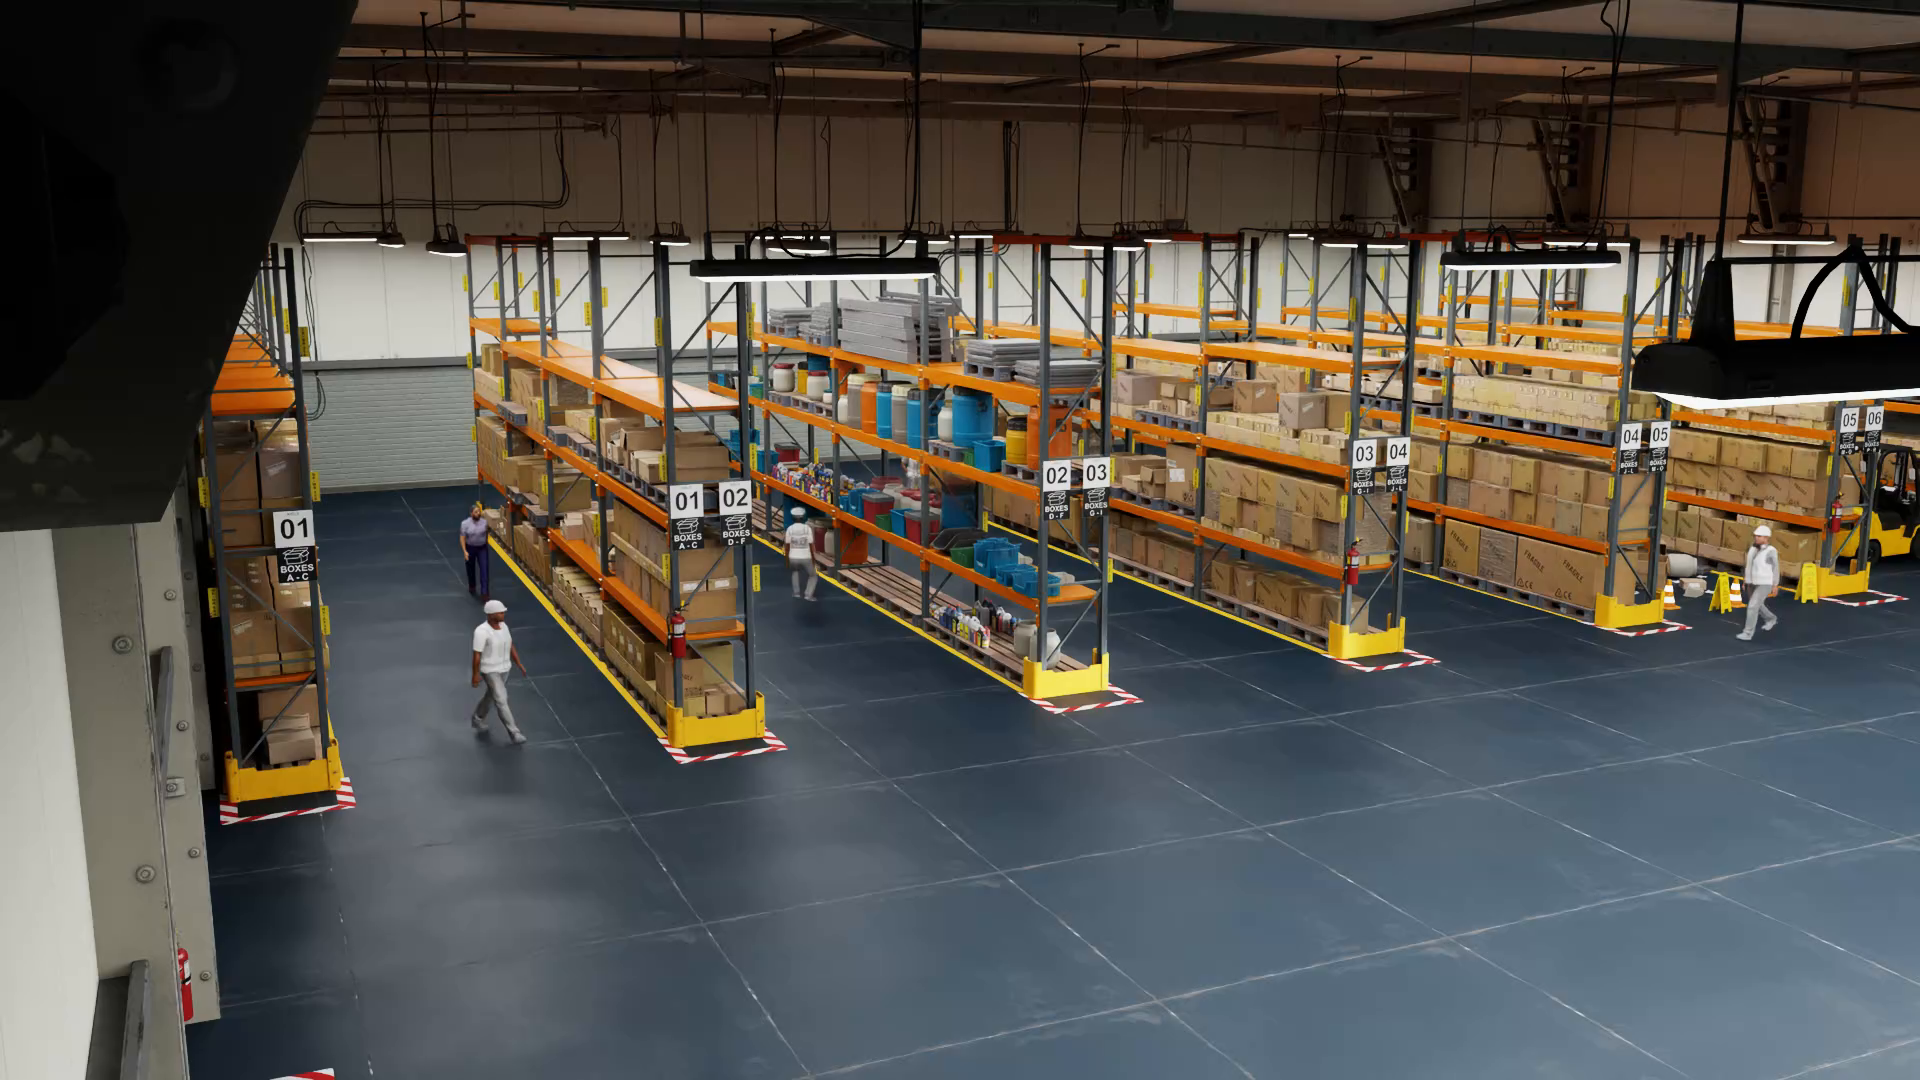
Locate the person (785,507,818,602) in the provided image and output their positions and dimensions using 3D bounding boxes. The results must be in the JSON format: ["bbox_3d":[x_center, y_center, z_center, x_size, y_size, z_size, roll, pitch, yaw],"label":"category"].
[{"bbox_3d":[-2.558,0.227,26.728,0.507,1.505,0.630,0,11,1],"label":"person"}]

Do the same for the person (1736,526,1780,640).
[{"bbox_3d":[12.183,0.636,25.267,0.999,1.739,0.542,-5,12,-23],"label":"person"}]

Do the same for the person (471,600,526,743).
[{"bbox_3d":[-5.635,1.576,20.388,1.068,1.706,0.660,6,13,29],"label":"person"}]

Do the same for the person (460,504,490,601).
[{"bbox_3d":[-8.135,0.183,27.897,0.473,1.580,1.037,-4,12,-20],"label":"person"}]

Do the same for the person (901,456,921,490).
[{"bbox_3d":[-0.938,-1.397,35.949,0.717,1.675,0.684,-3,11,-14],"label":"person"}]
